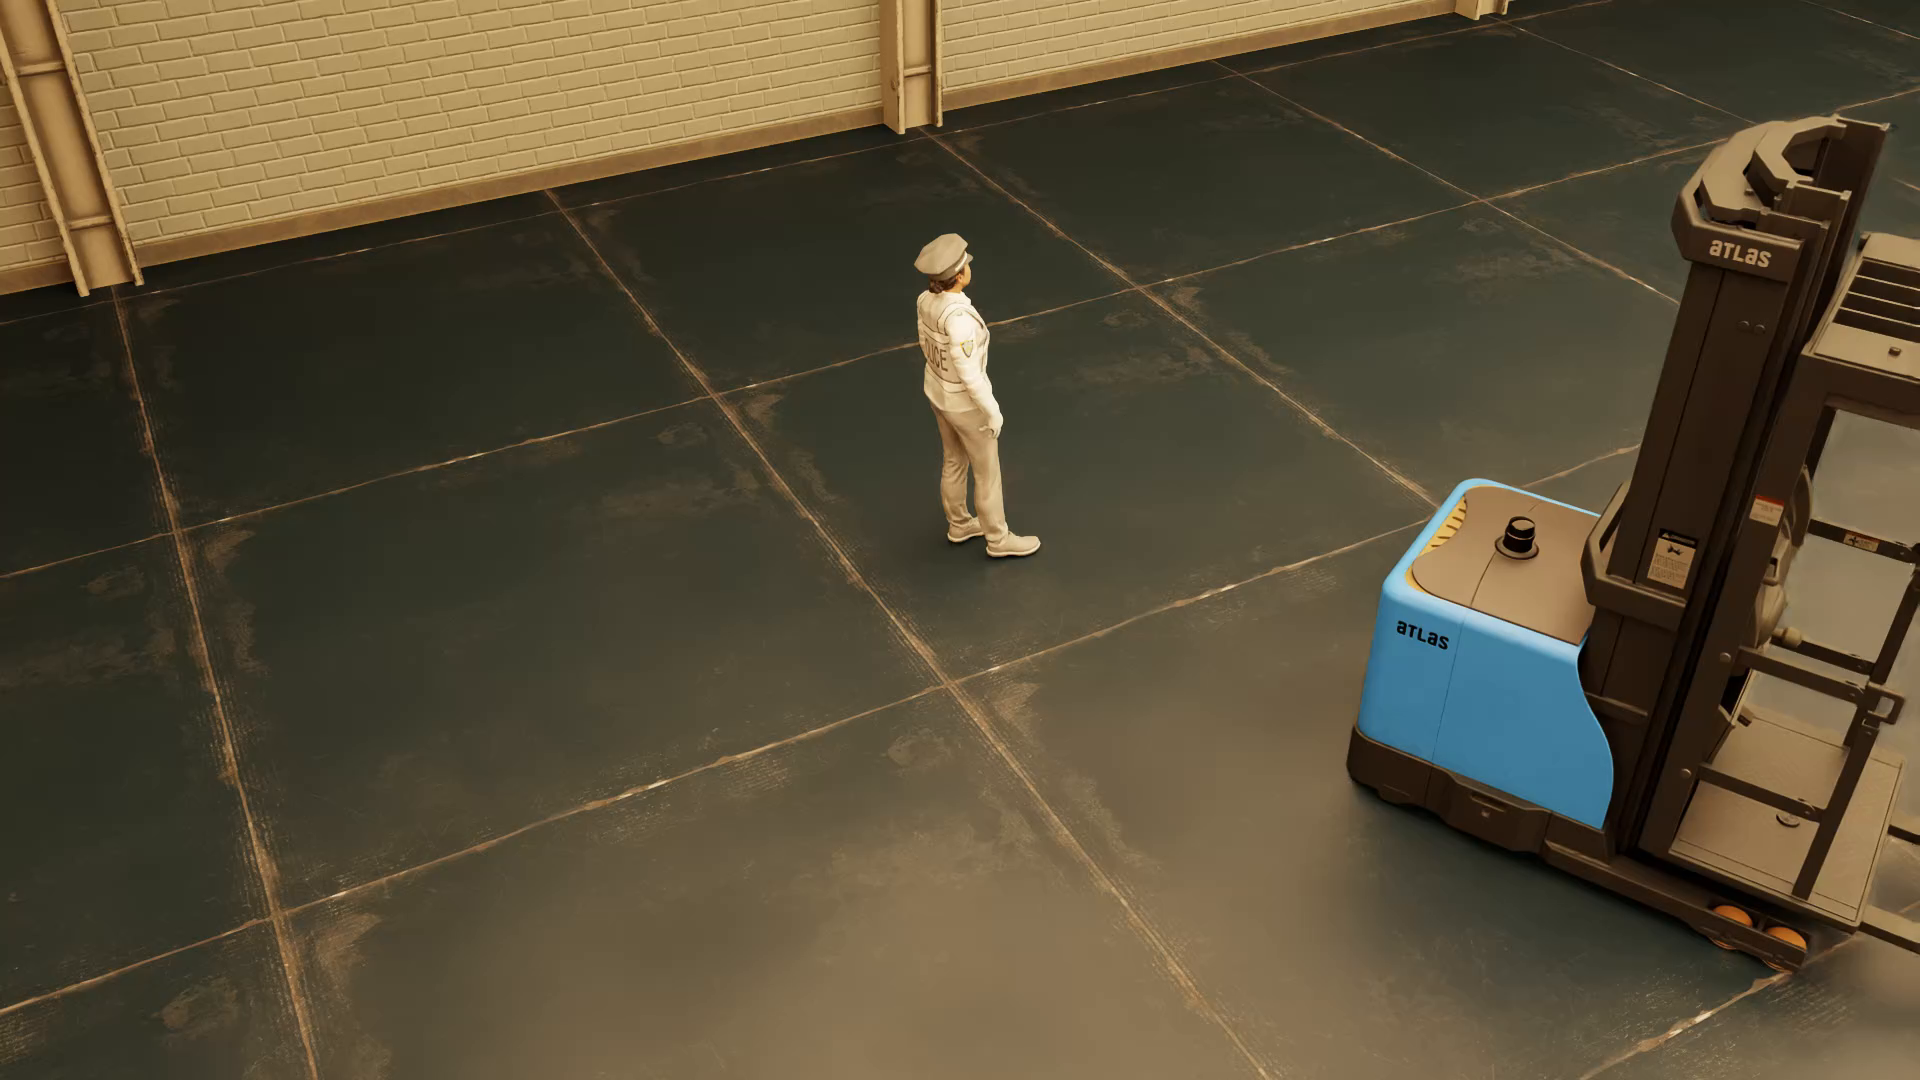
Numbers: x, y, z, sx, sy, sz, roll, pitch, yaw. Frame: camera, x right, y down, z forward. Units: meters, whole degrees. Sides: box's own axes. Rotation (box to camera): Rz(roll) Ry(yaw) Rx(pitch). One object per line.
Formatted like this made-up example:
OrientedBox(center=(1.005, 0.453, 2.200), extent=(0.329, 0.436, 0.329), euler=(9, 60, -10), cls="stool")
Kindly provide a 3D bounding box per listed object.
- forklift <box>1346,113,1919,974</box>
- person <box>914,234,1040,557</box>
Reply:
OrientedBox(center=(3.172, 0.094, 5.991), extent=(3.031, 2.935, 1.130), euler=(21, 40, 27), cls="forklift")
OrientedBox(center=(0.064, -0.713, 8.191), extent=(0.531, 1.695, 0.587), euler=(-17, 39, -23), cls="person")
